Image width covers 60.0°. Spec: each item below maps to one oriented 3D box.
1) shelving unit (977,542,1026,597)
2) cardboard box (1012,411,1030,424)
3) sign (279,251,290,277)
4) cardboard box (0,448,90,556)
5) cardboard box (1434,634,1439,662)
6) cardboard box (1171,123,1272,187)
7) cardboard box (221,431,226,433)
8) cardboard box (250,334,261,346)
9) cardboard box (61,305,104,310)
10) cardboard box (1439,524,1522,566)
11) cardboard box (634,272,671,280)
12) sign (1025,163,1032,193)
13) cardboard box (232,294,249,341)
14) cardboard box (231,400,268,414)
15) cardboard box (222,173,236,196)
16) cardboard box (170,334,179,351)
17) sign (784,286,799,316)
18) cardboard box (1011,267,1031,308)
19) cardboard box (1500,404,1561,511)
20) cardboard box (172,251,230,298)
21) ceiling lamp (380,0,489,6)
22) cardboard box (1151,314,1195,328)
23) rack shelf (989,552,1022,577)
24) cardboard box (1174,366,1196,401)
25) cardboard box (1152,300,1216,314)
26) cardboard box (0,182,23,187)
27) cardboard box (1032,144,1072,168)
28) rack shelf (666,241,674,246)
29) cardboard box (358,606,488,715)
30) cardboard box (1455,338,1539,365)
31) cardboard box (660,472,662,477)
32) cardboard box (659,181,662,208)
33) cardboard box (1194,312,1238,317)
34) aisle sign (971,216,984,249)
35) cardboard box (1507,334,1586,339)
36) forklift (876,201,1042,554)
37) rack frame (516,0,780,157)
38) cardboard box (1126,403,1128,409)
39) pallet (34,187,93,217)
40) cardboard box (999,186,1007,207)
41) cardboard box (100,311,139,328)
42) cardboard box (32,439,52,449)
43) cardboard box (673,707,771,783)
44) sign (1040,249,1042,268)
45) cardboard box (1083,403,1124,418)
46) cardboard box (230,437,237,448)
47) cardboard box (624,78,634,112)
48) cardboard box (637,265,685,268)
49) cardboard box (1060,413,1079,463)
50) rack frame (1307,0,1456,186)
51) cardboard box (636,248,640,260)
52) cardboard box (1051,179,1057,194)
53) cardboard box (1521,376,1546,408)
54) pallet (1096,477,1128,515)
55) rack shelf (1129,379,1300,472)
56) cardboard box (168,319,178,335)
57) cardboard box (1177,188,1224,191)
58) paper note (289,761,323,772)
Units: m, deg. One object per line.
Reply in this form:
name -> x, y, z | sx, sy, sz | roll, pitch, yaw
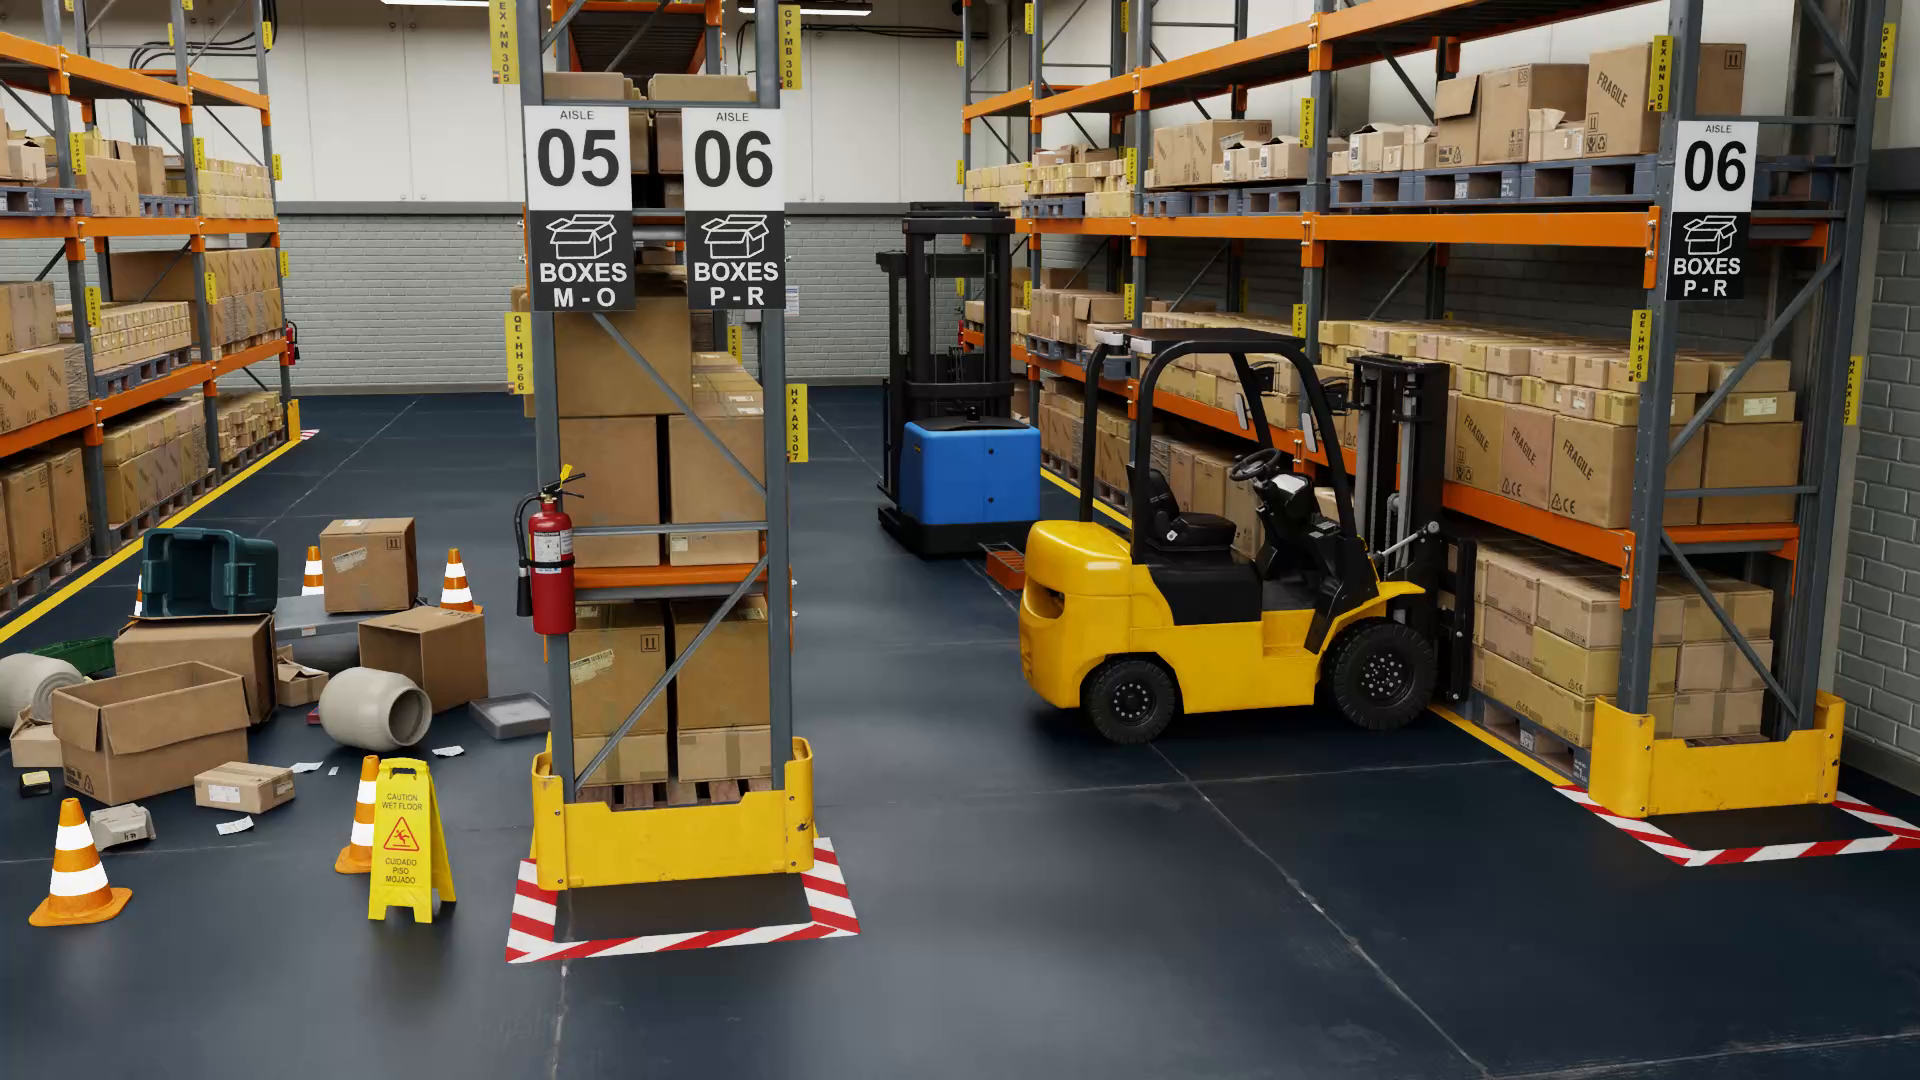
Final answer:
shelving unit -> 0.400, 0.221, 13.017 | 0.258, 0.189, 1.200 | -3, 11, -13
cardboard box -> 0.853, -1.442, 20.440 | 0.396, 0.266, 0.258 | -2, 11, -9
sign -> -8.615, -3.516, 21.207 | 0.100, 0.325, 0.005 | -2, 11, -11
cardboard box -> -7.577, -0.295, 13.117 | 1.050, 0.750, 0.750 | -2, 11, -12
cardboard box -> 2.952, 0.571, 9.907 | 0.500, 0.250, 0.500 | -2, 11, -9
cardboard box -> 2.195, -3.236, 13.995 | 0.700, 0.500, 0.500 | -2, 11, -12
cardboard box -> -8.279, -1.115, 18.241 | 0.380, 0.149, 0.250 | -2, 11, -11
cardboard box -> -8.653, -2.415, 20.035 | 0.380, 0.149, 0.250 | -3, 11, -14
cardboard box -> -8.653, -2.230, 16.350 | 0.380, 0.149, 0.250 | -2, 11, -11
cardboard box -> 2.953, 0.080, 9.809 | 0.500, 0.250, 0.500 | -2, 11, -12
cardboard box -> -2.121, -1.371, 10.142 | 0.700, 0.500, 0.500 | -2, 11, -12
sign -> 0.788, -4.128, 18.959 | 0.100, 0.325, 0.005 | -2, 11, -11
cardboard box -> -8.400, -2.522, 18.860 | 0.500, 0.500, 0.500 | -2, 11, -12
cardboard box -> -8.549, -1.598, 19.980 | 0.380, 0.149, 0.250 | -2, 11, -9
cardboard box -> -8.420, -3.969, 18.569 | 0.500, 0.250, 0.500 | -2, 11, -10
cardboard box -> -8.016, -1.966, 16.553 | 0.380, 0.149, 0.250 | -2, 11, -11
sign -> -2.914, -4.067, 28.294 | 0.329, 0.494, 0.001 | -2, 11, -11
cardboard box -> 0.657, -3.228, 21.236 | 0.500, 0.500, 0.500 | -2, 11, -10
cardboard box -> 3.207, -0.446, 8.752 | 0.500, 0.500, 0.500 | -2, 11, -9
cardboard box -> -8.350, -2.915, 18.251 | 0.500, 0.500, 0.500 | -2, 11, -13
ceiling lamp -> -7.228, -9.193, 23.318 | 2.000, 3.185, 0.800 | -2, 11, -11
cardboard box -> 1.923, -1.938, 14.854 | 0.380, 0.149, 0.250 | -2, 11, -10
rack shelf -> 0.361, 0.191, 13.174 | 0.258, 0.180, 0.103 | -3, 11, -13
cardboard box -> 2.143, -1.338, 14.104 | 0.500, 0.250, 0.500 | -2, 11, -13
cardboard box -> 2.150, -2.044, 16.022 | 0.500, 0.500, 0.500 | -2, 11, -8
cardboard box -> -7.968, -2.927, 13.762 | 0.500, 0.500, 0.500 | -2, 11, -11
cardboard box -> 1.035, -4.309, 18.670 | 0.396, 0.266, 0.258 | -2, 11, -12
rack shelf -> -3.939, -3.728, 20.161 | 1.077, 0.370, 4.000 | -2, 11, -11
cardboard box -> -3.120, 0.699, 9.679 | 0.500, 0.500, 0.500 | 6, 12, 28
cardboard box -> 3.072, -1.074, 9.520 | 0.380, 0.149, 0.250 | -2, 11, -10
cardboard box -> -1.568, -0.460, 9.763 | 0.380, 0.149, 0.250 | -2, 11, -12
cardboard box -> -1.246, -1.651, 7.995 | 0.380, 0.149, 0.250 | -2, 11, -13
cardboard box -> 2.358, -2.004, 15.200 | 0.380, 0.149, 0.250 | -2, 11, -9
aisle sign -> 0.239, -4.435, 23.020 | 0.394, 0.787, 0.004 | -2, 11, -11
cardboard box -> 3.469, -1.137, 9.852 | 0.380, 0.149, 0.250 | -2, 11, -9
forklift -> -0.141, -1.553, 15.018 | 1.130, 2.935, 3.031 | -2, 11, -13
rack frame -> -1.216, -2.987, 6.323 | 1.000, 3.000, 0.127 | -2, 11, -11
cardboard box -> 1.986, -1.379, 17.745 | 0.380, 0.149, 0.250 | -3, 11, -13
pallet -> -7.430, -2.573, 12.677 | 1.213, 0.211, 1.003 | -2, 11, -8
cardboard box -> 0.779, -4.237, 20.517 | 0.500, 0.250, 0.500 | -2, 11, -10
cardboard box -> -7.765, -2.017, 15.227 | 0.380, 0.149, 0.250 | -2, 11, -9
cardboard box -> -7.998, -0.771, 14.283 | 0.500, 0.250, 0.500 | -2, 11, -12
cardboard box -> -1.101, 0.947, 7.932 | 0.500, 0.250, 0.500 | -2, 11, -11
sign -> 1.089, -3.896, 23.203 | 0.100, 0.325, 0.005 | -2, 11, -11
cardboard box -> 1.524, -1.358, 17.636 | 0.380, 0.149, 0.250 | -2, 11, -11
cardboard box -> -8.391, -1.064, 18.765 | 0.380, 0.149, 0.250 | -2, 11, -12
cardboard box -> -1.583, -1.882, 7.078 | 0.380, 0.149, 0.250 | -2, 11, -10
cardboard box -> -3.216, -2.708, 17.962 | 0.500, 0.500, 0.500 | -2, 11, -9
cardboard box -> 1.398, -1.114, 18.092 | 0.500, 0.500, 0.500 | -2, 11, -13
rack frame -> 2.875, -3.902, 11.129 | 1.000, 3.000, 0.127 | -2, 11, -11
cardboard box -> -3.866, -3.587, 20.842 | 0.380, 0.149, 0.250 | -2, 11, -12
cardboard box -> 1.188, -3.771, 17.746 | 0.380, 0.149, 0.250 | -2, 11, -12
cardboard box -> 3.204, -0.784, 8.790 | 0.380, 0.149, 0.250 | -2, 11, -11
pallet -> 1.988, -0.457, 16.532 | 1.003, 0.211, 1.213 | -2, 11, -11
rack shelf -> 2.486, -0.968, 13.685 | 1.077, 0.370, 4.000 | -2, 11, -11
cardboard box -> -8.017, -2.112, 16.522 | 0.380, 0.149, 0.250 | -2, 11, -9
cardboard box -> 2.260, -3.360, 15.639 | 0.380, 0.149, 0.250 | -2, 11, -10
paper note -> -3.370, 1.162, 8.540 | 0.148, 0.019, 0.142 | 2, 11, 9
